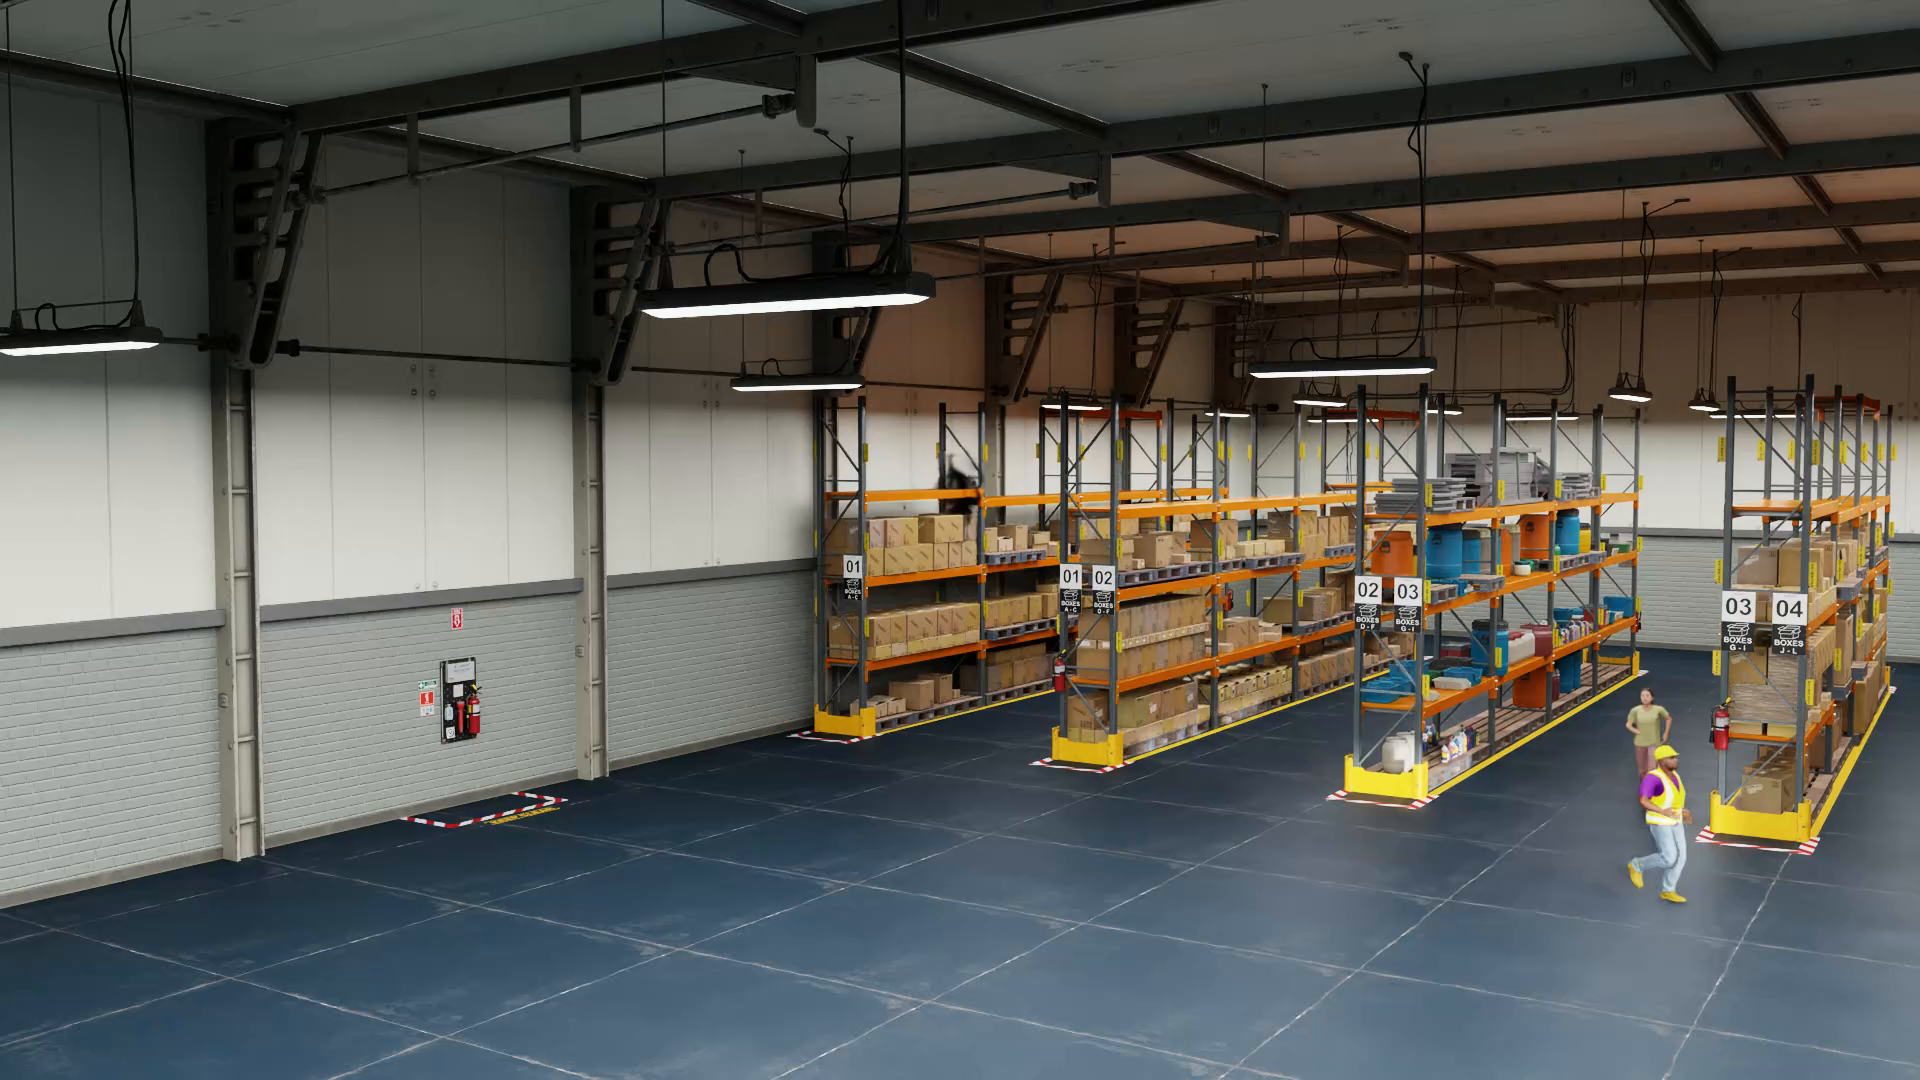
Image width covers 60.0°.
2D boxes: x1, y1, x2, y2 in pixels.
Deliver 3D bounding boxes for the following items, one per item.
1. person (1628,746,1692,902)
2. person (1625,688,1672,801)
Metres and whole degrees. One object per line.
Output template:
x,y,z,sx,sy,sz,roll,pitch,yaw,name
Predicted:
7.865,3.157,18.648,0.704,1.724,0.668,-2,4,-36,person
9.775,2.940,23.651,0.580,1.684,0.673,2,3,30,person
